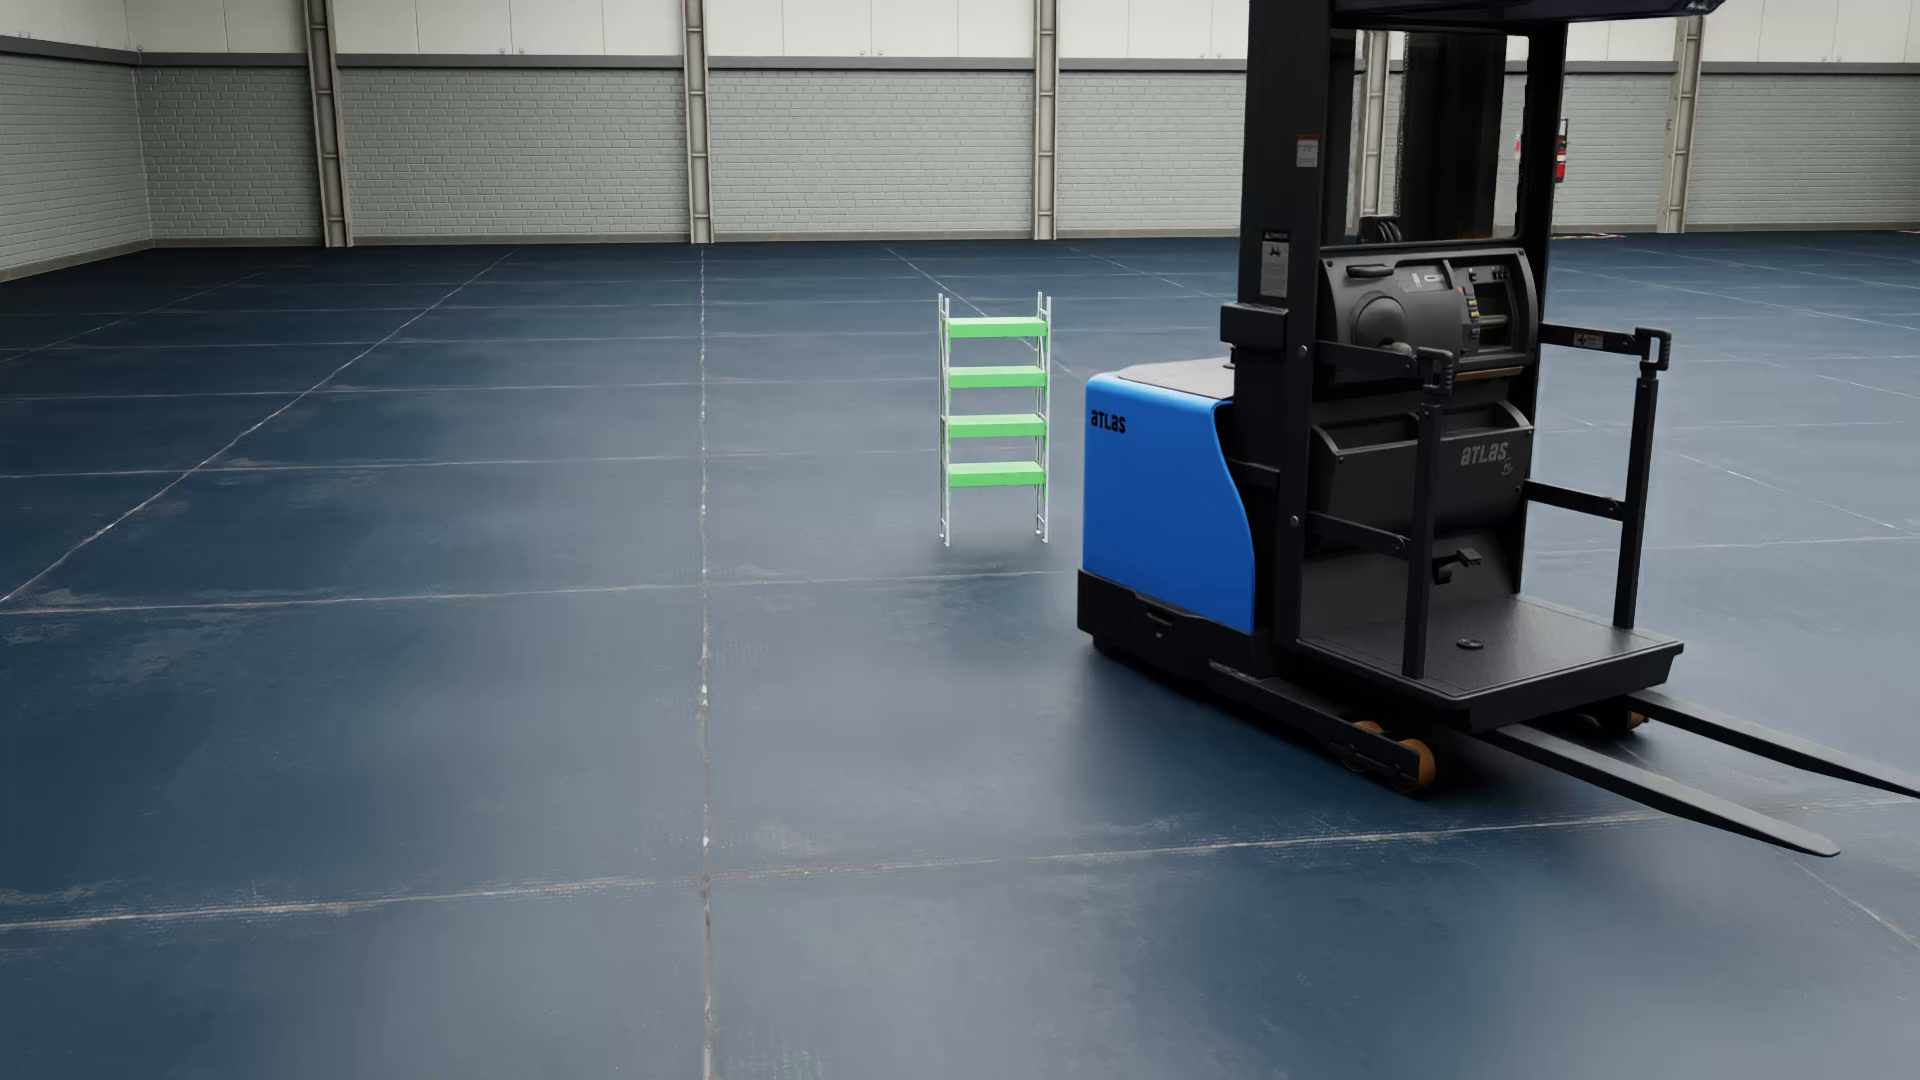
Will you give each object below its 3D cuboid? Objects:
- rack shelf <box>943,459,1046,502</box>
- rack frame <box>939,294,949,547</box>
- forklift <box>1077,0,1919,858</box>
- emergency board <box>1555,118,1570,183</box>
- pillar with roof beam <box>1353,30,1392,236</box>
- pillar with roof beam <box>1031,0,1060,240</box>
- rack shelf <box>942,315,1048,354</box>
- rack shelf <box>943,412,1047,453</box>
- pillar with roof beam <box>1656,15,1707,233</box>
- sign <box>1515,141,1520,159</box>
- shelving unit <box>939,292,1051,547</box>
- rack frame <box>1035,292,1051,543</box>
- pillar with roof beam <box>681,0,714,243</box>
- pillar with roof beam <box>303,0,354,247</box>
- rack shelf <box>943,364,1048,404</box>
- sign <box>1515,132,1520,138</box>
[{"bbox_3d":[0.164,-0.293,8.174,0.480,0.148,0.258,-2,14,-8],"label":"rack shelf"},{"bbox_3d":[-0.078,-0.579,8.065,0.015,1.200,0.240,-2,14,-8],"label":"rack frame"},{"bbox_3d":[1.661,-0.771,5.273,1.130,2.935,3.031,-9,16,-31],"label":"forklift"},{"bbox_3d":[10.906,-7.160,30.604,0.643,1.169,0.194,-2,14,-8],"label":"emergency board"},{"bbox_3d":[8.063,-8.897,25.199,0.400,9.000,9.100,-2,14,-8],"label":"pillar with roof beam"},{"bbox_3d":[2.130,-8.680,24.332,0.400,9.000,9.100,-2,14,-8],"label":"pillar with roof beam"},{"bbox_3d":[0.164,-0.992,7.999,0.480,0.148,0.258,-2,14,-8],"label":"rack shelf"},{"bbox_3d":[0.164,-0.526,8.115,0.480,0.148,0.258,-2,14,-8],"label":"rack shelf"},{"bbox_3d":[13.997,-9.114,26.066,0.400,9.000,9.100,-2,14,-8],"label":"pillar with roof beam"},{"bbox_3d":[10.344,-7.182,30.619,0.234,0.329,0.001,-2,14,-8],"label":"sign"},{"bbox_3d":[0.164,-0.588,8.100,0.503,1.200,0.258,-2,14,-8],"label":"shelving unit"},{"bbox_3d":[0.405,-0.597,8.135,0.015,1.200,0.240,-2,14,-8],"label":"rack frame"},{"bbox_3d":[-3.803,-8.462,23.465,0.400,9.000,9.100,-2,14,-8],"label":"pillar with roof beam"},{"bbox_3d":[-9.736,-8.245,22.598,0.400,9.000,9.100,-2,14,-8],"label":"pillar with roof beam"},{"bbox_3d":[0.164,-0.759,8.057,0.480,0.148,0.258,-2,14,-8],"label":"rack shelf"},{"bbox_3d":[10.350,-7.437,30.547,0.331,0.109,0.001,-2,14,-8],"label":"sign"}]
